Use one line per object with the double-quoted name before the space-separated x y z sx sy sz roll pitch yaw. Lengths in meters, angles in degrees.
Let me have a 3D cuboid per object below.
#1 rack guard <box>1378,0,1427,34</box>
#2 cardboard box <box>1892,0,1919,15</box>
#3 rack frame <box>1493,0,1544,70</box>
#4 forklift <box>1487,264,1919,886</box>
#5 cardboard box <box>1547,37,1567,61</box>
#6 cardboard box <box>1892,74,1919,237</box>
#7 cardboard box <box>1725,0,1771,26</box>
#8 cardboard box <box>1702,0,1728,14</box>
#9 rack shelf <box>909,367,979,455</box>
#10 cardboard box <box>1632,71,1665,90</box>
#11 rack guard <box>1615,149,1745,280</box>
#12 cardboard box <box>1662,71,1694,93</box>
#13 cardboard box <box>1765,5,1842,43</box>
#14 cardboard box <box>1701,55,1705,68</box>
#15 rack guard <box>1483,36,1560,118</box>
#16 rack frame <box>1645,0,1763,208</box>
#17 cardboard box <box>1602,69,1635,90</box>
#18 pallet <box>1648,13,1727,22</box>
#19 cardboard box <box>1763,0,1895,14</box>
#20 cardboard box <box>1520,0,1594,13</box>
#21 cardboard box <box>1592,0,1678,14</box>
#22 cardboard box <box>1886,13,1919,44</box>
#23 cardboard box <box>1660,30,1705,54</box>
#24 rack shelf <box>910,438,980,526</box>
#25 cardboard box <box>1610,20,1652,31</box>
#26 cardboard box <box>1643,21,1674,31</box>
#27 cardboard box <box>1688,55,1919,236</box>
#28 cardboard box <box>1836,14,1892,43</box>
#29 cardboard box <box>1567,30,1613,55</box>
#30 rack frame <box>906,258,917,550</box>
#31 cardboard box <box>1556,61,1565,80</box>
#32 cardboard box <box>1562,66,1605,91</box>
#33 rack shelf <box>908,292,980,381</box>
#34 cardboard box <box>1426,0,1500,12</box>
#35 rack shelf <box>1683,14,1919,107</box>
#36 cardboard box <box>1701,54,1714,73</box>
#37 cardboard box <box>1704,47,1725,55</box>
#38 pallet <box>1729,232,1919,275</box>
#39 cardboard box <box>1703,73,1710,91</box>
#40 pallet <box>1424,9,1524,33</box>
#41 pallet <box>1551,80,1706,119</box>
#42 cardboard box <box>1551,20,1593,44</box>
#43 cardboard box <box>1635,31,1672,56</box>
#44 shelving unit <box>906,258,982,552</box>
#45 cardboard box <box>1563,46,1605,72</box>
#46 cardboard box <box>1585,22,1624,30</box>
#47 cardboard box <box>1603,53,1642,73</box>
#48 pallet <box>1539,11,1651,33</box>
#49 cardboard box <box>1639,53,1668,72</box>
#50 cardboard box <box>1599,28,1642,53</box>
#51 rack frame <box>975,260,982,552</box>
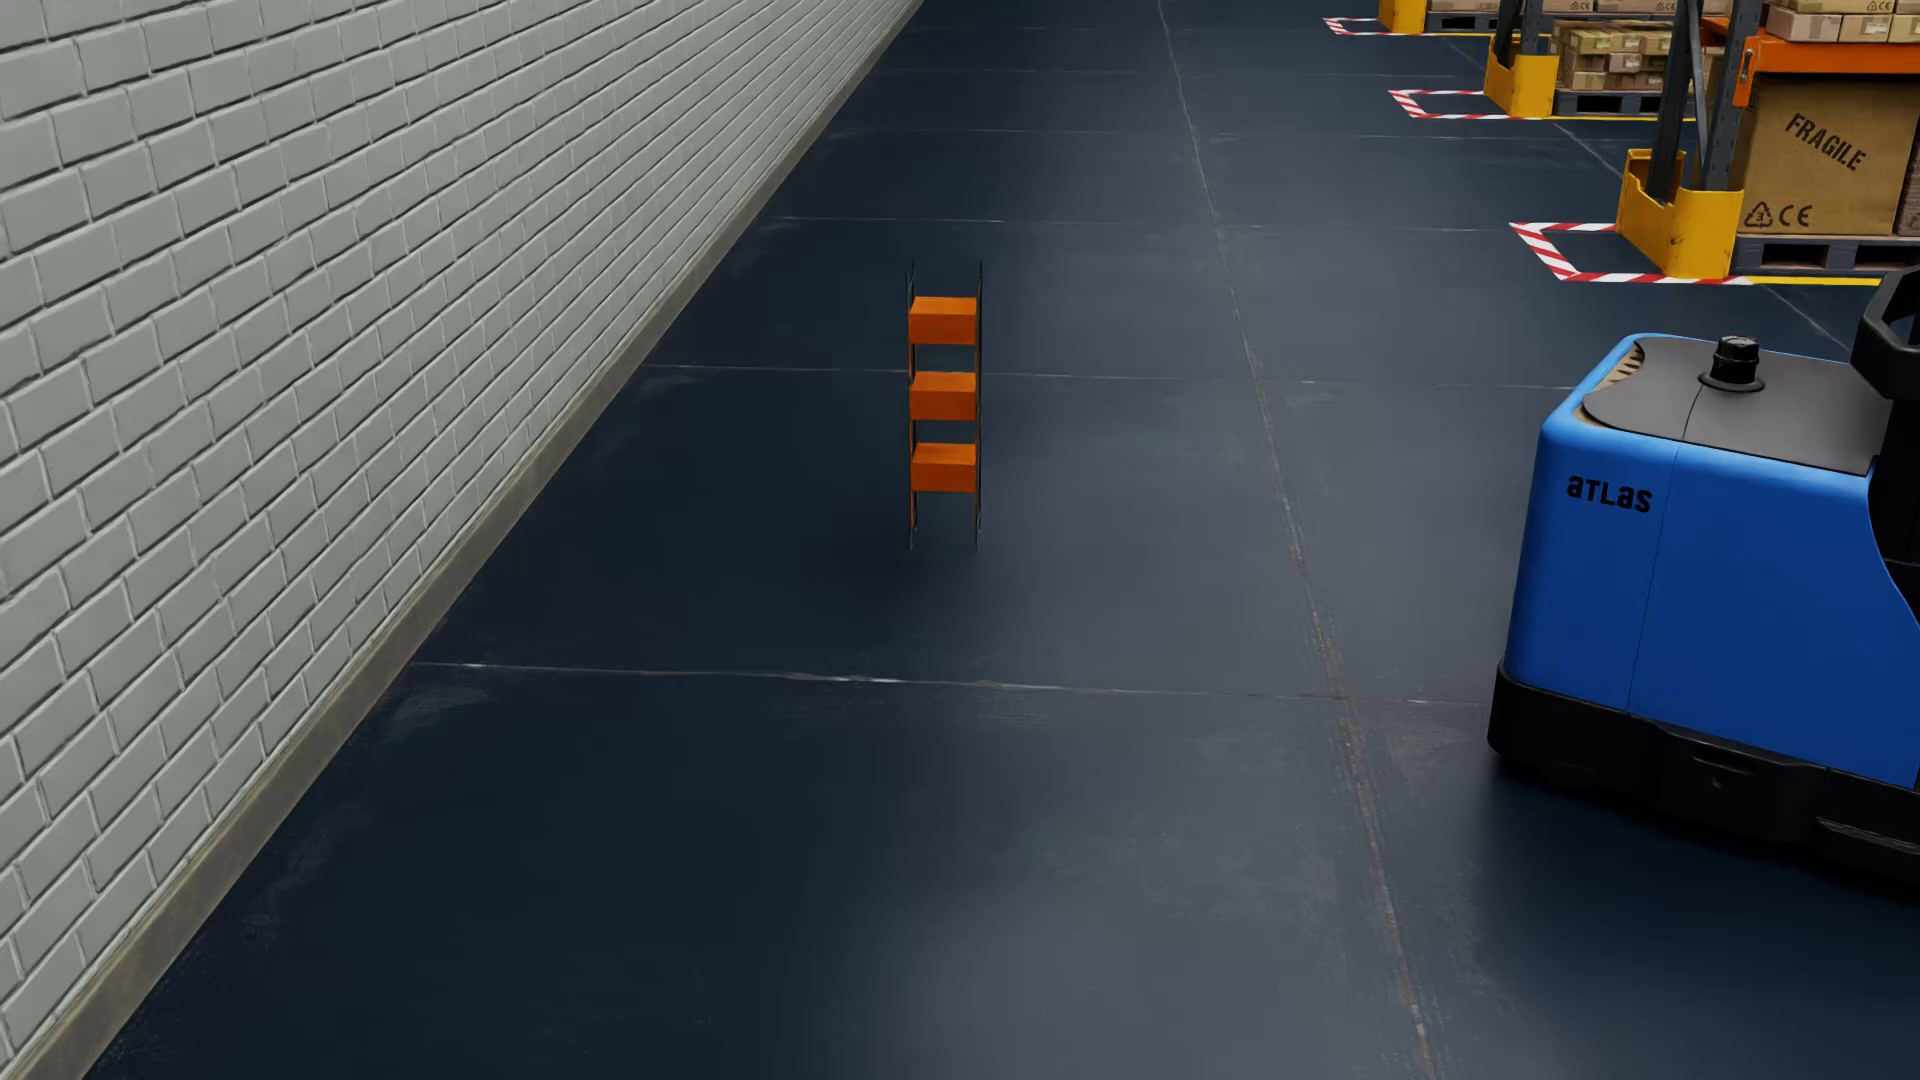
"rack guard" 5.023 -6.088 18.883 0.348 0.500 1.175 2 25 4
"cardboard box" 5.265 -3.018 9.043 0.500 0.250 0.500 2 25 3
"rack frame" 4.768 -5.156 13.868 0.127 3.000 1.000 2 25 4
"forklift" 3.038 -0.501 3.832 3.031 2.935 1.130 15 29 30
"cardboard box" 5.317 -4.289 14.536 0.250 0.149 0.380 1 25 3
"cardboard box" 5.840 -2.302 9.703 0.875 0.875 0.875 2 25 4
"cardboard box" 4.668 -3.104 9.708 0.250 0.149 0.380 2 25 5
"cardboard box" 8.417 -6.186 18.669 0.875 0.438 0.875 1 25 3
"rack shelf" -0.053 -0.469 6.039 0.240 0.259 0.215 2 25 4
"cardboard box" 5.782 -3.923 14.095 0.250 0.149 0.380 2 25 5
"rack guard" 4.264 -1.958 9.906 0.348 0.500 1.175 2 25 4
"cardboard box" 6.028 -3.869 13.977 0.250 0.149 0.380 2 25 5
"cardboard box" 4.617 -2.829 9.111 0.250 0.149 0.380 2 25 5
"cardboard box" 6.038 -4.007 13.922 0.250 0.149 0.380 3 25 6
"rack guard" 4.844 -4.018 14.385 0.348 0.500 1.175 2 25 4
"rack frame" 4.288 -3.092 9.382 0.127 3.000 1.000 2 25 4
"cardboard box" 5.534 -3.928 14.106 0.250 0.149 0.380 2 25 4
"pallet" 8.283 -5.885 18.787 1.213 0.211 1.003 2 25 4
"cardboard box" 4.746 -3.032 9.073 0.500 0.250 0.500 1 25 3
"cardboard box" 6.626 -6.244 18.795 0.875 0.438 0.875 2 25 5
"cardboard box" 7.524 -6.215 18.731 0.875 0.438 0.875 1 25 2
"cardboard box" 5.128 -2.814 9.077 0.250 0.149 0.380 1 25 3
"cardboard box" 6.044 -4.170 13.921 0.250 0.149 0.380 1 25 1
"rack shelf" -0.053 -0.217 6.155 0.240 0.259 0.215 2 25 4
"cardboard box" 5.830 -4.424 14.472 0.250 0.149 0.380 1 25 3
"cardboard box" 6.083 -4.389 14.396 0.250 0.149 0.380 1 25 2
"cardboard box" 4.932 -2.331 9.767 0.875 0.875 0.875 2 25 4
"cardboard box" 4.873 -2.822 9.095 0.250 0.149 0.380 1 25 3
"cardboard box" 5.265 -4.164 13.907 0.250 0.149 0.380 1 25 2
"rack frame" -0.175 -0.483 6.043 0.008 1.050 0.200 2 25 4
"cardboard box" 5.309 -4.122 14.528 0.250 0.149 0.380 2 25 5
"cardboard box" 5.266 -3.902 14.050 0.250 0.149 0.380 2 25 5
"rack shelf" -0.053 -0.727 5.920 0.240 0.259 0.215 2 25 4
"cardboard box" 5.712 -6.270 18.851 0.875 0.438 0.875 1 25 2
"rack shelf" 6.282 -2.702 9.394 4.000 0.370 1.077 2 25 4
"cardboard box" 6.310 -4.038 13.989 0.250 0.149 0.380 1 25 1
"cardboard box" 6.320 -4.158 13.894 0.250 0.149 0.380 3 25 6
"pallet" 5.091 -1.833 9.980 1.213 0.211 1.003 2 25 4
"cardboard box" 6.290 -3.900 14.046 0.250 0.149 0.380 2 25 4
"pallet" 5.850 -5.963 18.957 1.213 0.211 1.003 2 25 4
"pallet" 5.652 -3.847 14.357 1.213 0.211 1.003 2 25 4
"cardboard box" 5.316 -4.411 14.444 0.250 0.149 0.380 2 25 5
"cardboard box" 5.790 -4.144 13.864 0.250 0.149 0.380 2 25 4
"shelving unit" -0.053 -0.479 6.034 0.252 1.050 0.215 2 25 4
"cardboard box" 5.271 -4.064 14.045 0.250 0.149 0.380 3 25 6
"cardboard box" 5.562 -4.379 14.375 0.250 0.149 0.380 2 25 5
"cardboard box" 5.540 -4.031 13.975 0.250 0.149 0.380 2 25 4
"pallet" 7.063 -5.923 18.869 1.213 0.211 1.003 2 25 4
"cardboard box" 5.791 -4.060 14.038 0.250 0.149 0.380 2 25 5
"cardboard box" 5.549 -4.205 13.997 0.250 0.149 0.380 2 25 5
"rack frame" 0.068 -0.475 6.026 0.008 1.050 0.200 2 25 4
